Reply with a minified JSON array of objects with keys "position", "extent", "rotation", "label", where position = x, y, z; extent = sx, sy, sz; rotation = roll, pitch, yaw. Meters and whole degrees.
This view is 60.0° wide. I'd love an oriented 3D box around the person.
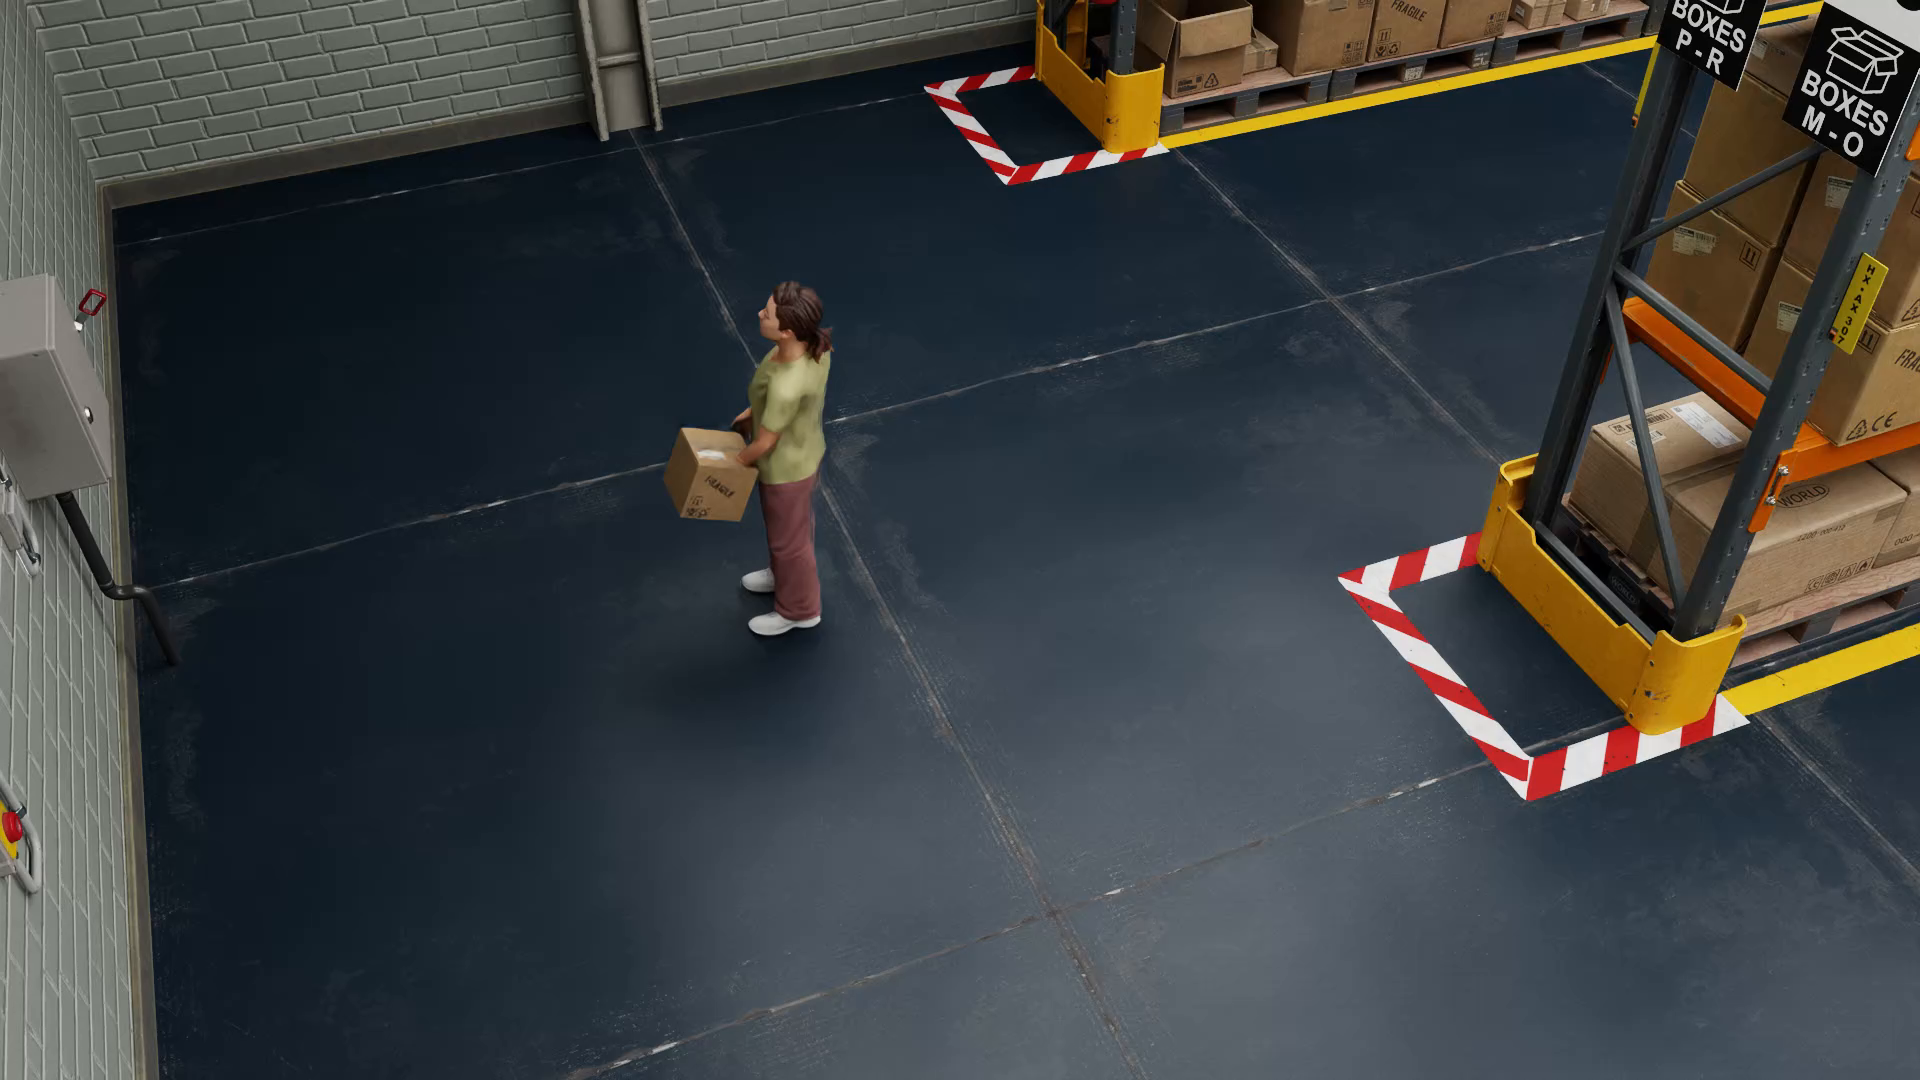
[{"position":[-0.708,-0.307,6.497],"extent":[0.521,1.673,0.482],"rotation":[7,42,8],"label":"person"}]
